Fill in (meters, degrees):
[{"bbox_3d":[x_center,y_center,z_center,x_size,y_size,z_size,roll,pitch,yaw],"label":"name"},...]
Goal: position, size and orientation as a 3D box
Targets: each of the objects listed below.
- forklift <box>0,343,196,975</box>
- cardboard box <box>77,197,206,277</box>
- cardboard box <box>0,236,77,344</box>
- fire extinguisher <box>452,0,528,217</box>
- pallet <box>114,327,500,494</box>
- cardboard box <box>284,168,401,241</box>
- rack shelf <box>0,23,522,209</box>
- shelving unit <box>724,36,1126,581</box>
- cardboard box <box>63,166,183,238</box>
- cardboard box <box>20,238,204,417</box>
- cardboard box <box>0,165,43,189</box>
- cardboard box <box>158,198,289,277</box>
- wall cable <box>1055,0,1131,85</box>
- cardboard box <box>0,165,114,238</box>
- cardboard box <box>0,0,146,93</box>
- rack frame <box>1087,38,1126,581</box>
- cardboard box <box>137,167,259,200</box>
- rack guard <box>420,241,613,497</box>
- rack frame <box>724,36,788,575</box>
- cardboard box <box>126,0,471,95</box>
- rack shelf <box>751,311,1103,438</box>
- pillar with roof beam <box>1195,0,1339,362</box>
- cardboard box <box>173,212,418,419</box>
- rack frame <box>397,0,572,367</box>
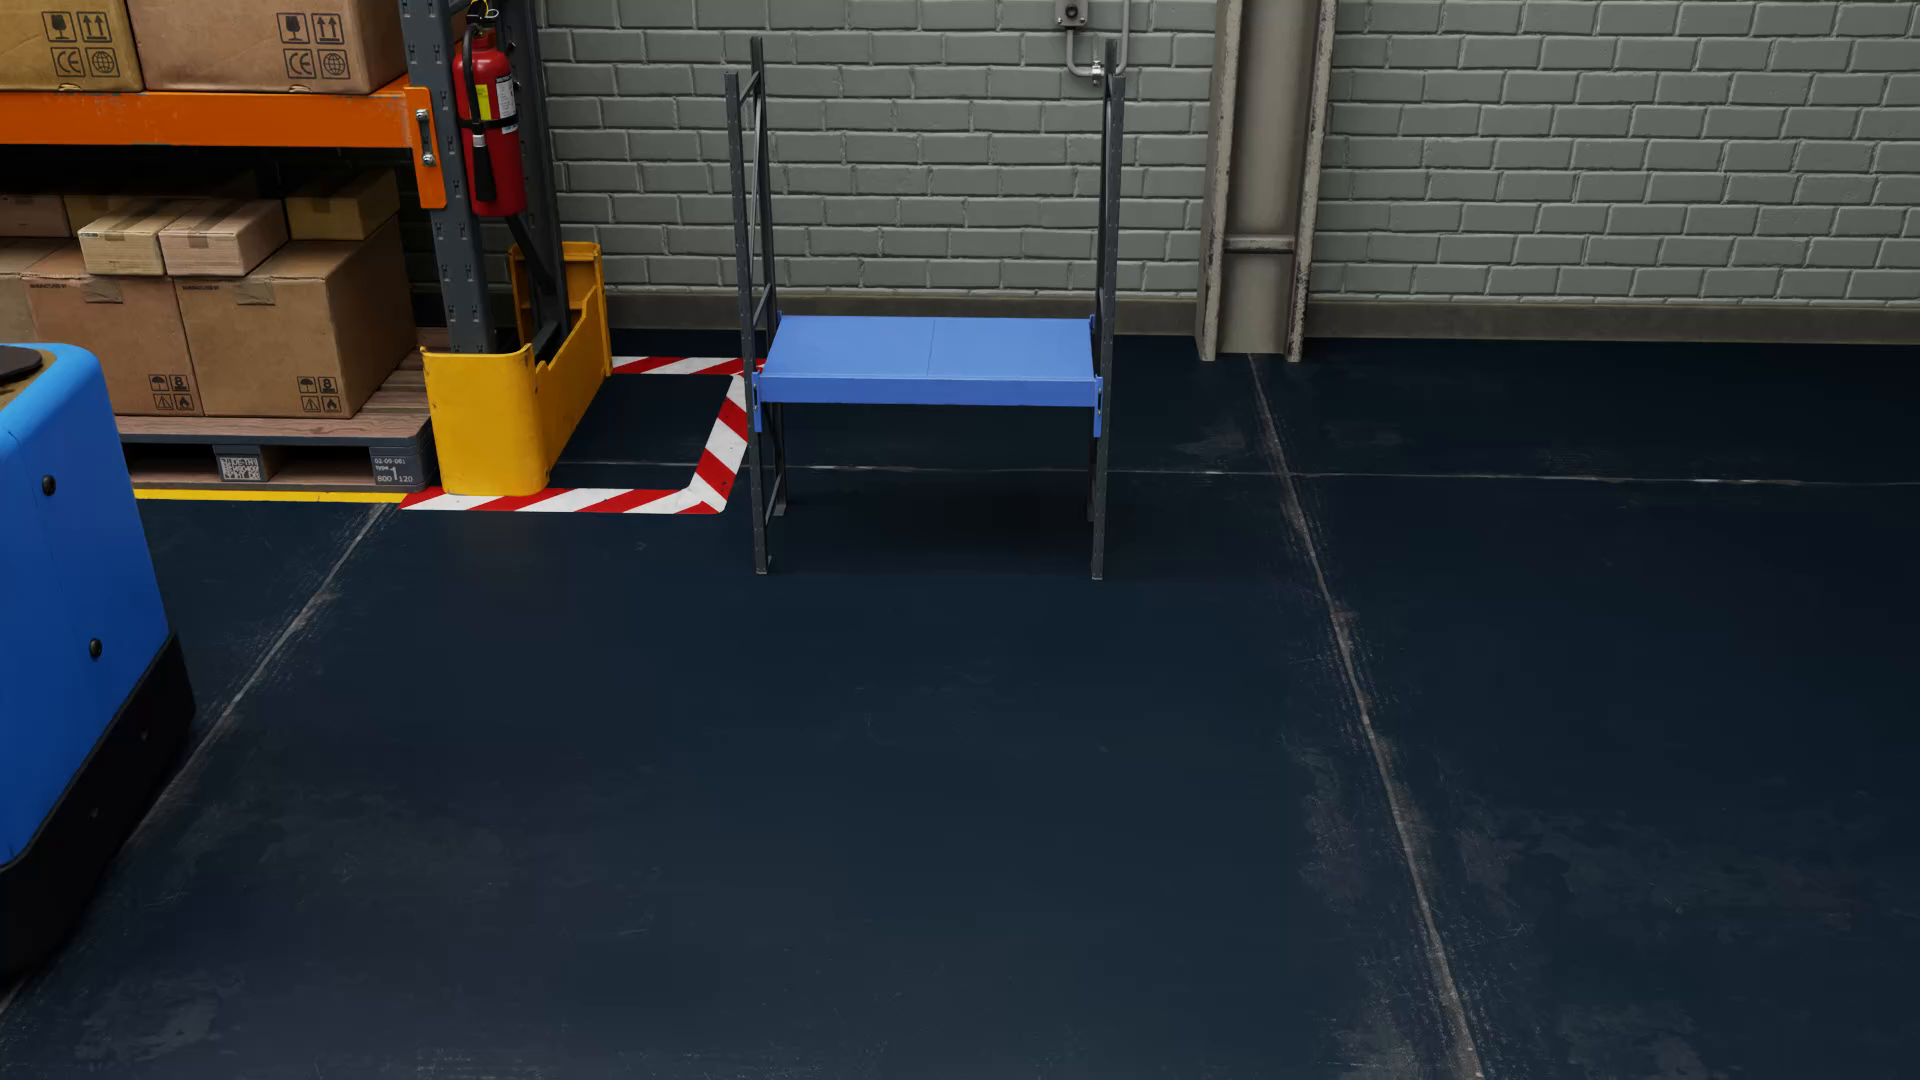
[{"bbox_3d":[-3.438,-0.537,3.133,3.031,2.935,1.130,-2,28,-3],"label":"forklift"},{"bbox_3d":[-2.663,-0.999,5.459,0.250,0.149,0.380,2,28,3],"label":"cardboard box"},{"bbox_3d":[-3.276,-0.808,5.791,0.500,0.500,0.700,0,28,0],"label":"cardboard box"},{"bbox_3d":[-1.435,-1.328,5.033,0.183,0.674,0.296,1,28,2],"label":"fire extinguisher"},{"bbox_3d":[-2.372,-0.490,5.949,1.213,0.211,1.003,1,28,2],"label":"pallet"},{"bbox_3d":[-2.141,-1.169,5.781,0.250,0.149,0.380,1,28,2],"label":"cardboard box"},{"bbox_3d":[-3.569,-1.461,5.571,4.000,0.370,1.077,1,28,2],"label":"rack shelf"},{"bbox_3d":[-0.085,-0.664,4.901,1.048,1.500,0.538,1,28,2],"label":"shelving unit"},{"bbox_3d":[-2.897,-1.182,5.805,0.250,0.149,0.380,1,28,2],"label":"cardboard box"},{"bbox_3d":[-2.773,-0.800,5.776,0.500,0.500,0.700,1,28,2],"label":"cardboard box"},{"bbox_3d":[-3.408,-1.190,5.819,0.250,0.149,0.380,1,28,2],"label":"cardboard box"},{"bbox_3d":[-2.408,-0.995,5.452,0.250,0.149,0.380,1,28,1],"label":"cardboard box"},{"bbox_3d":[-0.257,-2.616,5.897,1.851,1.984,0.084,1,28,2],"label":"wall cable"},{"bbox_3d":[-3.152,-1.186,5.812,0.250,0.149,0.380,1,28,3],"label":"cardboard box"},{"bbox_3d":[-2.807,-1.889,5.290,0.700,0.700,0.980,1,28,1],"label":"cardboard box"},{"bbox_3d":[0.423,-0.656,4.886,0.032,1.500,0.500,1,28,2],"label":"rack frame"},{"bbox_3d":[-2.647,-1.177,5.796,0.250,0.149,0.380,1,28,2],"label":"cardboard box"},{"bbox_3d":[-1.546,-0.641,5.925,0.348,0.500,1.175,1,28,2],"label":"rack guard"},{"bbox_3d":[-0.593,-0.672,4.917,0.032,1.500,0.500,1,28,2],"label":"rack frame"},{"bbox_3d":[-2.080,-1.882,5.277,0.700,0.700,0.980,2,28,4],"label":"cardboard box"},{"bbox_3d":[-0.085,-0.505,4.986,1.000,0.185,0.538,1,28,2],"label":"rack shelf"},{"bbox_3d":[1.007,-2.741,0.813,0.400,9.000,9.100,1,28,2],"label":"pillar with roof beam"},{"bbox_3d":[-2.273,-0.791,5.761,0.500,0.500,0.700,1,28,2],"label":"cardboard box"},{"bbox_3d":[-1.570,-1.745,5.340,0.127,3.000,1.000,1,28,2],"label":"rack frame"}]
